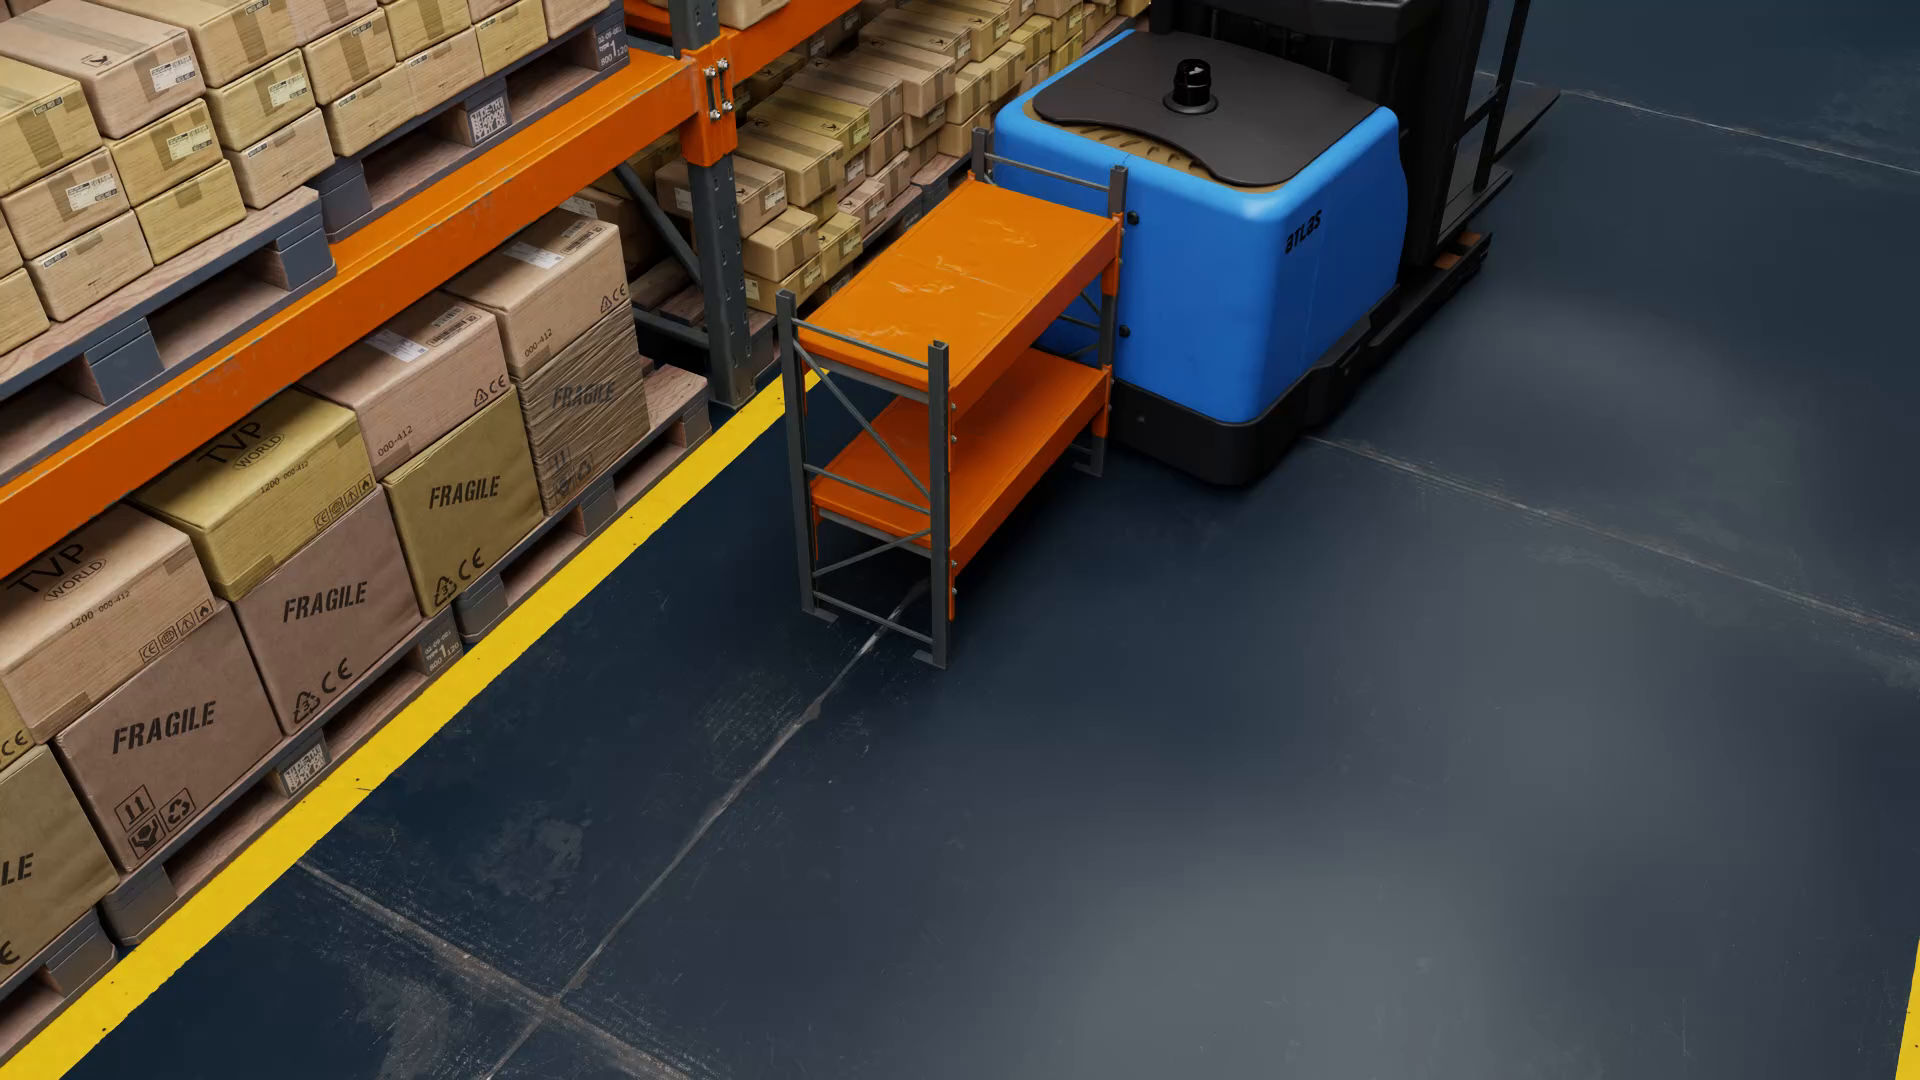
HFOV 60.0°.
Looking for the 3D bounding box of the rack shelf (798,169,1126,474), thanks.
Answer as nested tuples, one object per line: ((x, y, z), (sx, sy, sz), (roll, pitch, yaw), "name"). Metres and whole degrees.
((0.003, -0.646, 4.689), (0.538, 0.278, 1.000), (21, 45, 22), "rack shelf")

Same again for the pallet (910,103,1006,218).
((-0.260, -1.817, 7.154), (1.003, 0.211, 1.213), (21, 45, 22), "pallet")

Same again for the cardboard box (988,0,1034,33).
((0.087, -2.251, 6.926), (0.380, 0.149, 0.250), (19, 45, 21), "cardboard box")

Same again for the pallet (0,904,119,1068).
((-2.785, 1.122, 3.816), (1.003, 0.211, 1.213), (21, 45, 22), "pallet")

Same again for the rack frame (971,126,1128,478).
((0.258, -0.717, 5.213), (0.500, 1.125, 0.032), (21, 45, 22), "rack frame")

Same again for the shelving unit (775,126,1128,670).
((0.003, -0.426, 4.883), (0.538, 1.125, 1.048), (21, 45, 22), "shelving unit")

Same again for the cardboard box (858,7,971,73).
((-0.177, -1.964, 6.600), (0.380, 0.149, 0.250), (19, 45, 20), "cardboard box")

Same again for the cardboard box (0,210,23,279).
((-2.118, -0.600, 3.309), (0.380, 0.149, 0.250), (21, 45, 22), "cardboard box")

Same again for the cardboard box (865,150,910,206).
((-0.419, -1.430, 6.444), (0.380, 0.149, 0.250), (20, 45, 21), "cardboard box")

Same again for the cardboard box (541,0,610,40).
((-1.203, -1.537, 4.598), (0.380, 0.149, 0.250), (20, 45, 21), "cardboard box")

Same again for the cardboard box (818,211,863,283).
((-0.582, -1.109, 6.079), (0.380, 0.149, 0.250), (22, 46, 23), "cardboard box")

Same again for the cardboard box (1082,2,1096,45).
((0.383, -2.324, 7.459), (0.380, 0.149, 0.250), (21, 46, 22), "cardboard box")

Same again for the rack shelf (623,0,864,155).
((-0.174, -2.641, 6.524), (1.077, 0.370, 4.000), (21, 45, 22), "rack shelf")

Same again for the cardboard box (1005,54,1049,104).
((0.156, -2.008, 7.100), (0.380, 0.149, 0.250), (22, 46, 23), "cardboard box")

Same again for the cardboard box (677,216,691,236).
((-1.072, -1.313, 6.310), (0.380, 0.149, 0.250), (22, 46, 23), "cardboard box")

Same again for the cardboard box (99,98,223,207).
((-1.860, -0.893, 3.642), (0.380, 0.149, 0.250), (21, 46, 22), "cardboard box")

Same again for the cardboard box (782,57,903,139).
((-0.440, -1.662, 6.257), (0.380, 0.149, 0.250), (20, 45, 21), "cardboard box")

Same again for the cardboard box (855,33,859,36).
((-0.406, -2.118, 7.000), (0.380, 0.149, 0.250), (23, 46, 24), "cardboard box")

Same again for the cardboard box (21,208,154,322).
((-1.985, -0.638, 3.578), (0.380, 0.149, 0.250), (19, 45, 21), "cardboard box")

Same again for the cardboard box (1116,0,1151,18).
((0.703, -2.592, 7.764), (0.380, 0.149, 0.250), (22, 46, 23), "cardboard box")

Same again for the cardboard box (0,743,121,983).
((-2.353, 0.693, 3.767), (0.500, 0.500, 0.500), (21, 46, 23), "cardboard box")

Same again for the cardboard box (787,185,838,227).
((-0.668, -1.242, 6.005), (0.380, 0.149, 0.250), (21, 46, 22), "cardboard box")

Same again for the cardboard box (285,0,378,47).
((-1.603, -1.308, 3.887), (0.380, 0.149, 0.250), (21, 45, 22), "cardboard box")

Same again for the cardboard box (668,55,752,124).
((-1.011, -1.672, 6.268), (0.380, 0.149, 0.250), (21, 45, 22), "cardboard box")

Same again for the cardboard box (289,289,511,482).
((-1.598, -0.468, 4.518), (0.500, 0.250, 0.500), (23, 46, 24), "cardboard box")

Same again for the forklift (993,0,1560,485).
((1.383, -2.198, 5.529), (1.130, 2.935, 3.031), (27, 48, 27), "forklift")

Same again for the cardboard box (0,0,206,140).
((-1.860, -1.014, 3.554), (0.380, 0.149, 0.250), (19, 45, 20), "cardboard box")

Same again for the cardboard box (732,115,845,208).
((-0.634, -1.344, 5.896), (0.380, 0.149, 0.250), (23, 46, 24), "cardboard box")

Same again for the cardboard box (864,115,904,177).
((-0.440, -1.547, 6.351), (0.380, 0.149, 0.250), (19, 45, 20), "cardboard box")

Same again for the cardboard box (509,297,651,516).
((-1.327, -0.479, 5.098), (0.500, 0.500, 0.500), (20, 45, 21), "cardboard box")

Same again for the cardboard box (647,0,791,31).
((-0.750, -1.726, 5.131), (0.380, 0.149, 0.250), (23, 46, 24), "cardboard box")

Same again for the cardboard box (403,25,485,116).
((-1.458, -1.247, 4.268), (0.380, 0.149, 0.250), (21, 45, 22), "cardboard box")

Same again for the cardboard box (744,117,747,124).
((-0.839, -1.681, 6.503), (0.380, 0.149, 0.250), (21, 46, 22), "cardboard box")

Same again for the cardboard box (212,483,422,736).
((-1.845, 0.106, 4.434), (0.500, 0.500, 0.500), (20, 45, 21), "cardboard box")

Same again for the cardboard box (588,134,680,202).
((-1.223, -1.367, 5.922), (0.380, 0.149, 0.250), (22, 46, 23), "cardboard box")

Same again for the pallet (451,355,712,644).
((-1.564, -0.274, 5.402), (1.003, 0.211, 1.213), (21, 45, 22), "pallet")

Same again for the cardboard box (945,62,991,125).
((-0.100, -1.820, 6.661), (0.380, 0.149, 0.250), (21, 45, 22), "cardboard box")

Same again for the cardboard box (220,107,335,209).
((-1.718, -0.942, 3.923), (0.380, 0.149, 0.250), (19, 45, 20), "cardboard box")

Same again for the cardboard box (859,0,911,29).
((-0.414, -2.244, 6.918), (0.380, 0.149, 0.250), (21, 46, 22), "cardboard box")

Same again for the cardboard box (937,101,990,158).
((-0.101, -1.712, 6.764), (0.380, 0.149, 0.250), (20, 45, 21), "cardboard box")

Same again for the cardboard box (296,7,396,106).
((-1.594, -1.199, 3.989), (0.380, 0.149, 0.250), (19, 45, 21), "cardboard box")

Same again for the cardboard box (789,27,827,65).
((-0.758, -1.980, 6.618), (0.380, 0.149, 0.250), (19, 45, 20), "cardboard box")

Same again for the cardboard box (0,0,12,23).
((-2.417, -1.240, 3.811), (0.380, 0.149, 0.250), (23, 46, 24), "cardboard box")

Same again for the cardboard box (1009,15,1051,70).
((0.159, -2.119, 7.001), (0.380, 0.149, 0.250), (23, 46, 24), "cardboard box")

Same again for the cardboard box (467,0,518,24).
((-1.334, -1.498, 4.328), (0.380, 0.149, 0.250), (21, 46, 22), "cardboard box")

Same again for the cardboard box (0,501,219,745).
((-2.110, 0.137, 3.830), (0.500, 0.250, 0.500), (21, 46, 22), "cardboard box")

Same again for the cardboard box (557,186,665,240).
((-1.293, -1.251, 6.016), (0.380, 0.149, 0.250), (22, 46, 23), "cardboard box")

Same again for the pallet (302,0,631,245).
((-1.684, -1.306, 4.608), (1.003, 0.211, 1.213), (21, 45, 22), "pallet")
